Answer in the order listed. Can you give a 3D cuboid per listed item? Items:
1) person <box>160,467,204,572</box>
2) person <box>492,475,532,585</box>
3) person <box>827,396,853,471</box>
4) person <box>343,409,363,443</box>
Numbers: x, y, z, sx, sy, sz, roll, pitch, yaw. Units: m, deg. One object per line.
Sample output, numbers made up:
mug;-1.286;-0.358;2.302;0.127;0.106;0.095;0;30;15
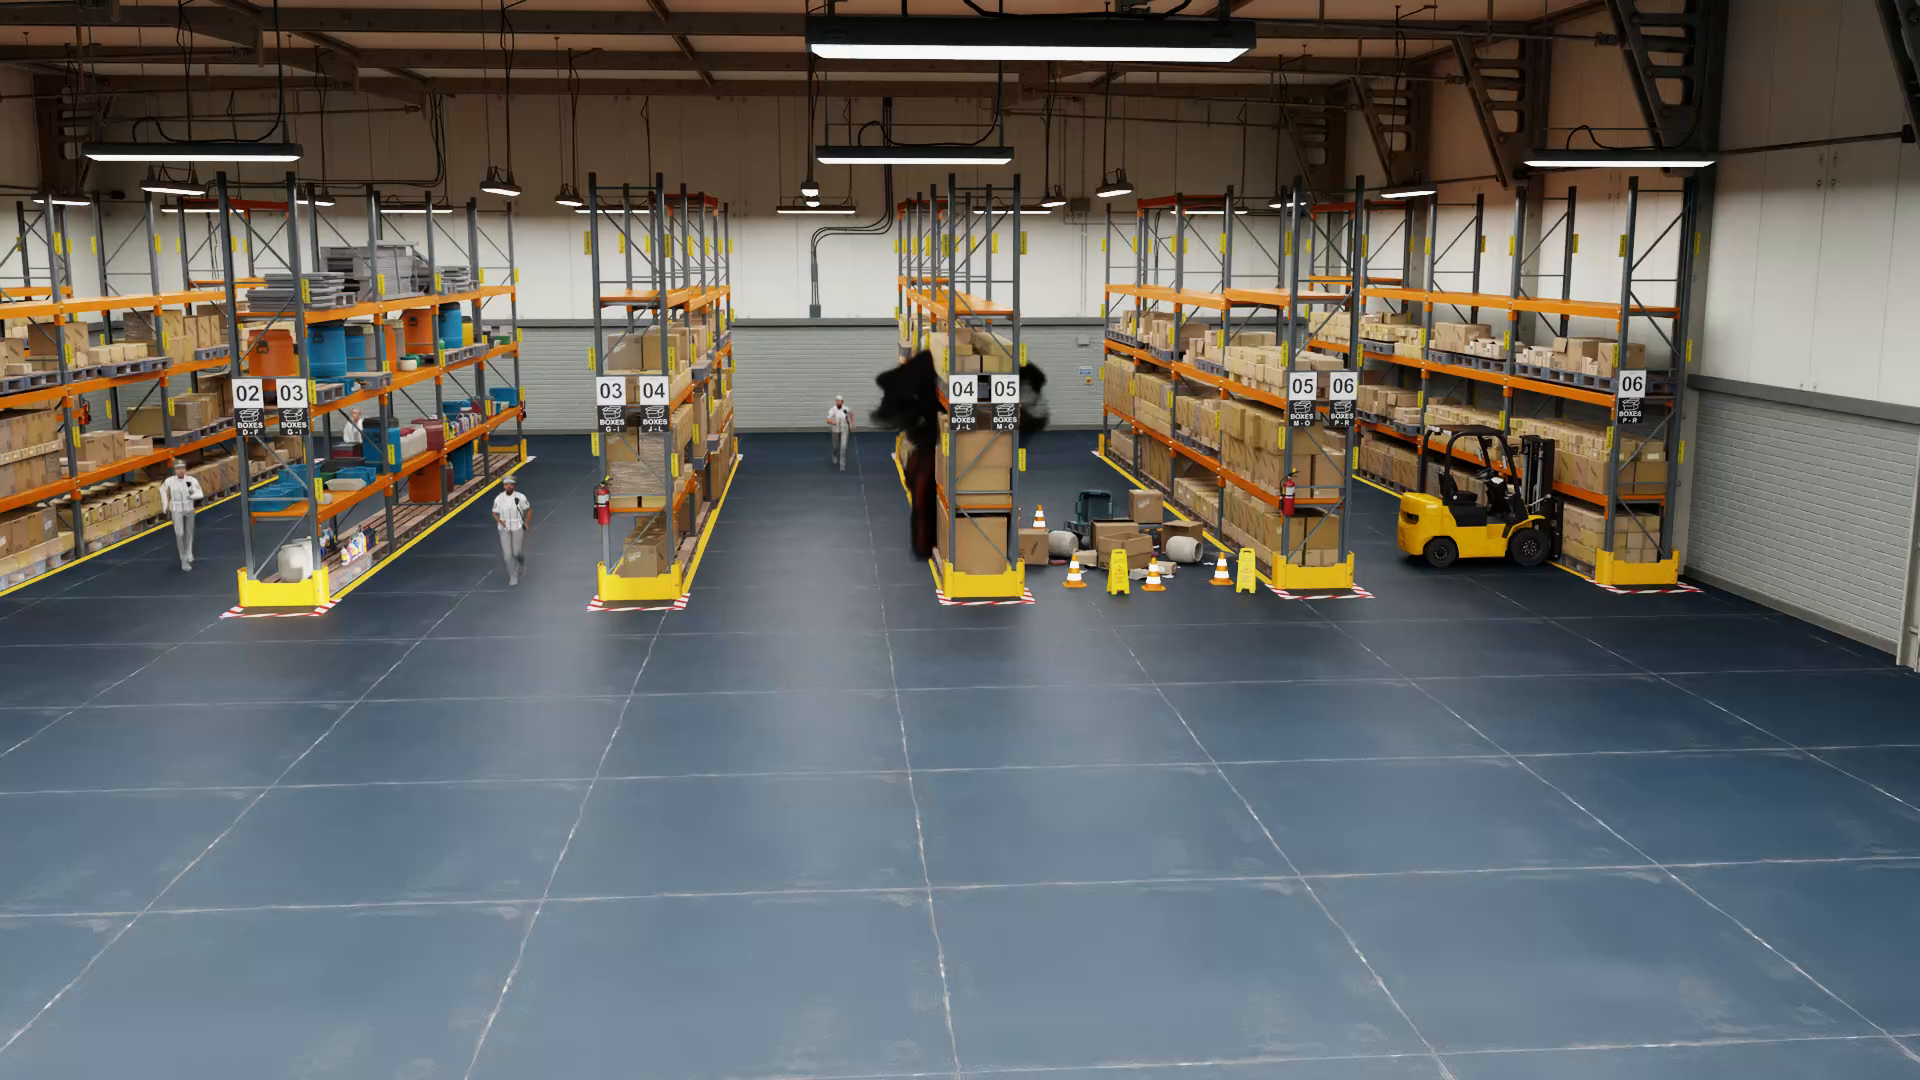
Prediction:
person;-12.216;-0.403;26.170;0.581;1.702;0.851;-6;12;-31
person;-6.687;-0.149;24.821;0.569;1.656;0.554;-2;10;-9
person;-2.728;-2.445;37.808;0.580;1.684;0.931;0;10;-1
person;-12.264;-1.821;34.067;0.711;1.763;0.702;0;10;3
